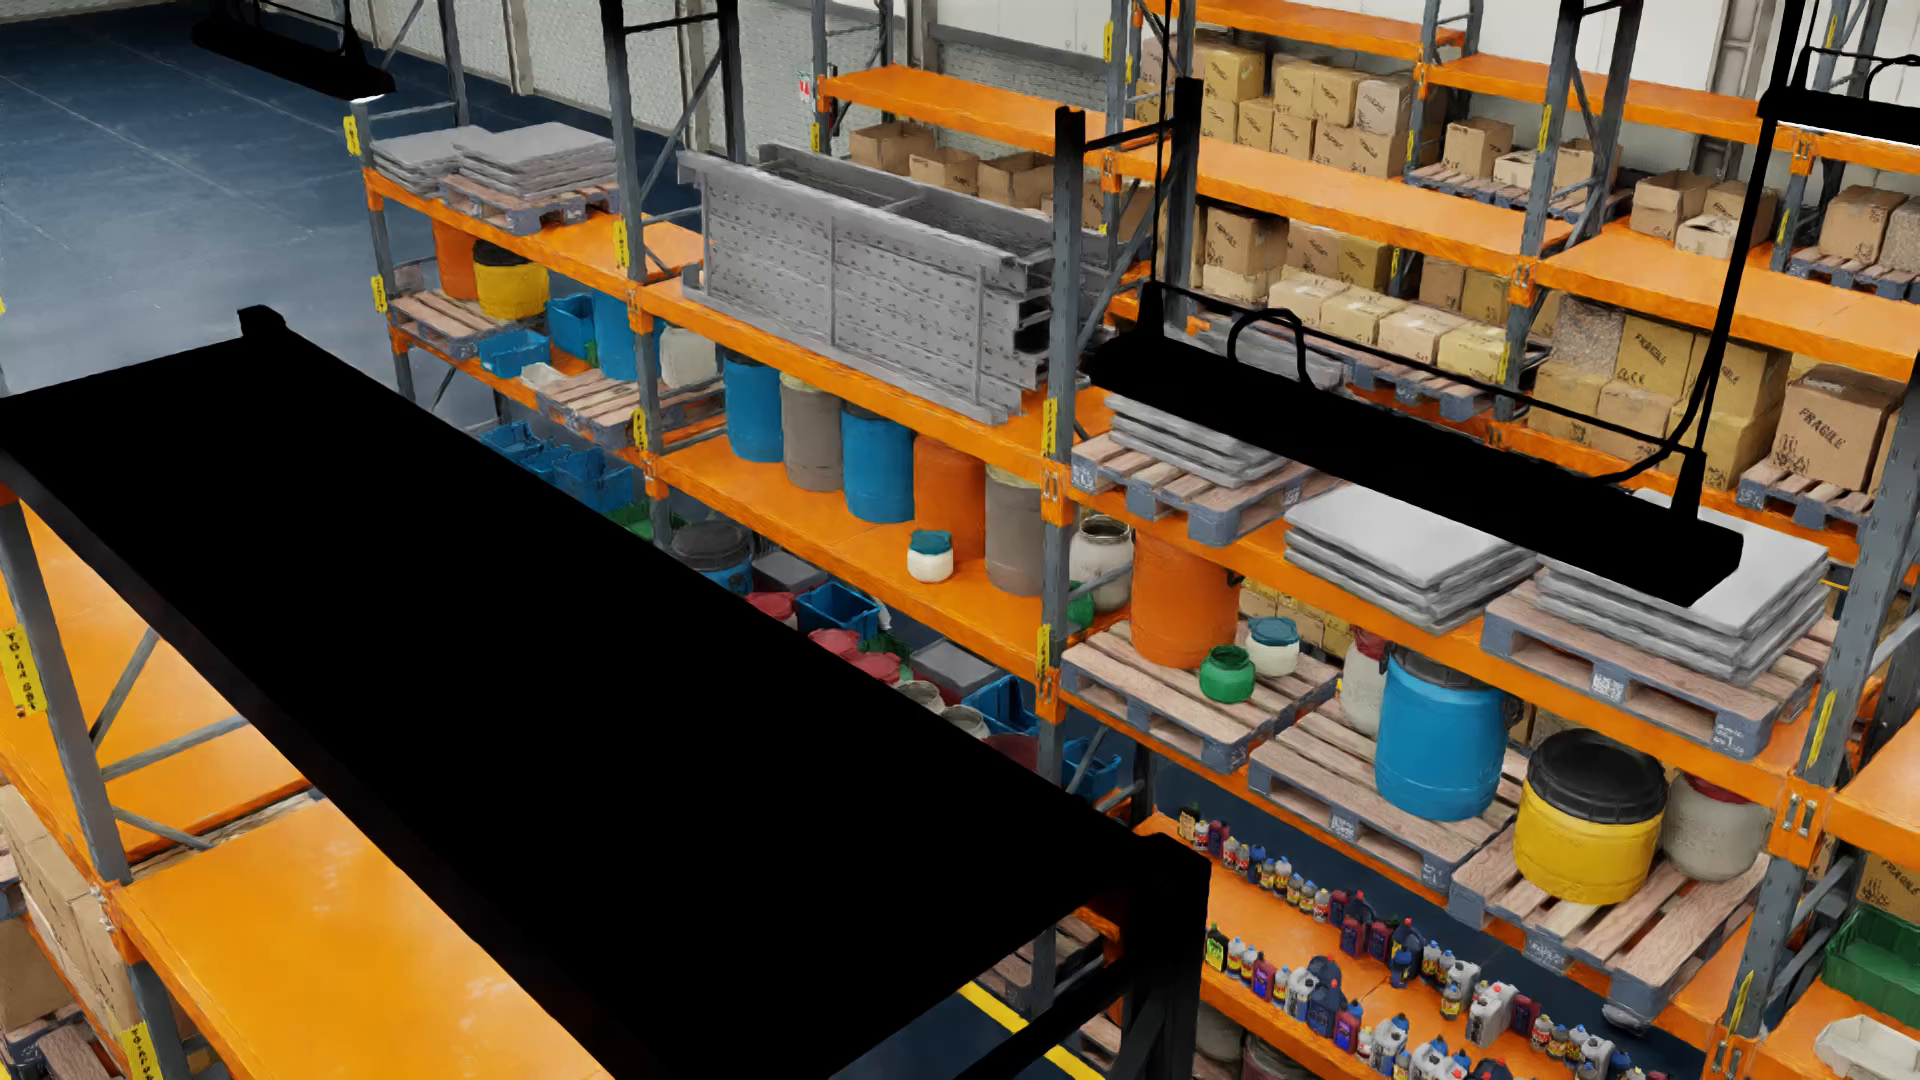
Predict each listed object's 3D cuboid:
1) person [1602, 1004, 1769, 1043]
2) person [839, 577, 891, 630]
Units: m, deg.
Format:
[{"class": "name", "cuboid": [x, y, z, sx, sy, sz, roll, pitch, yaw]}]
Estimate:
[{"class": "person", "cuboid": [4.704, 2.578, 10.329, 0.495, 1.589, 1.086, -23, 36, -36]}, {"class": "person", "cuboid": [-0.915, 0.132, 14.917, 0.507, 1.619, 0.580, 24, 37, 38]}]
